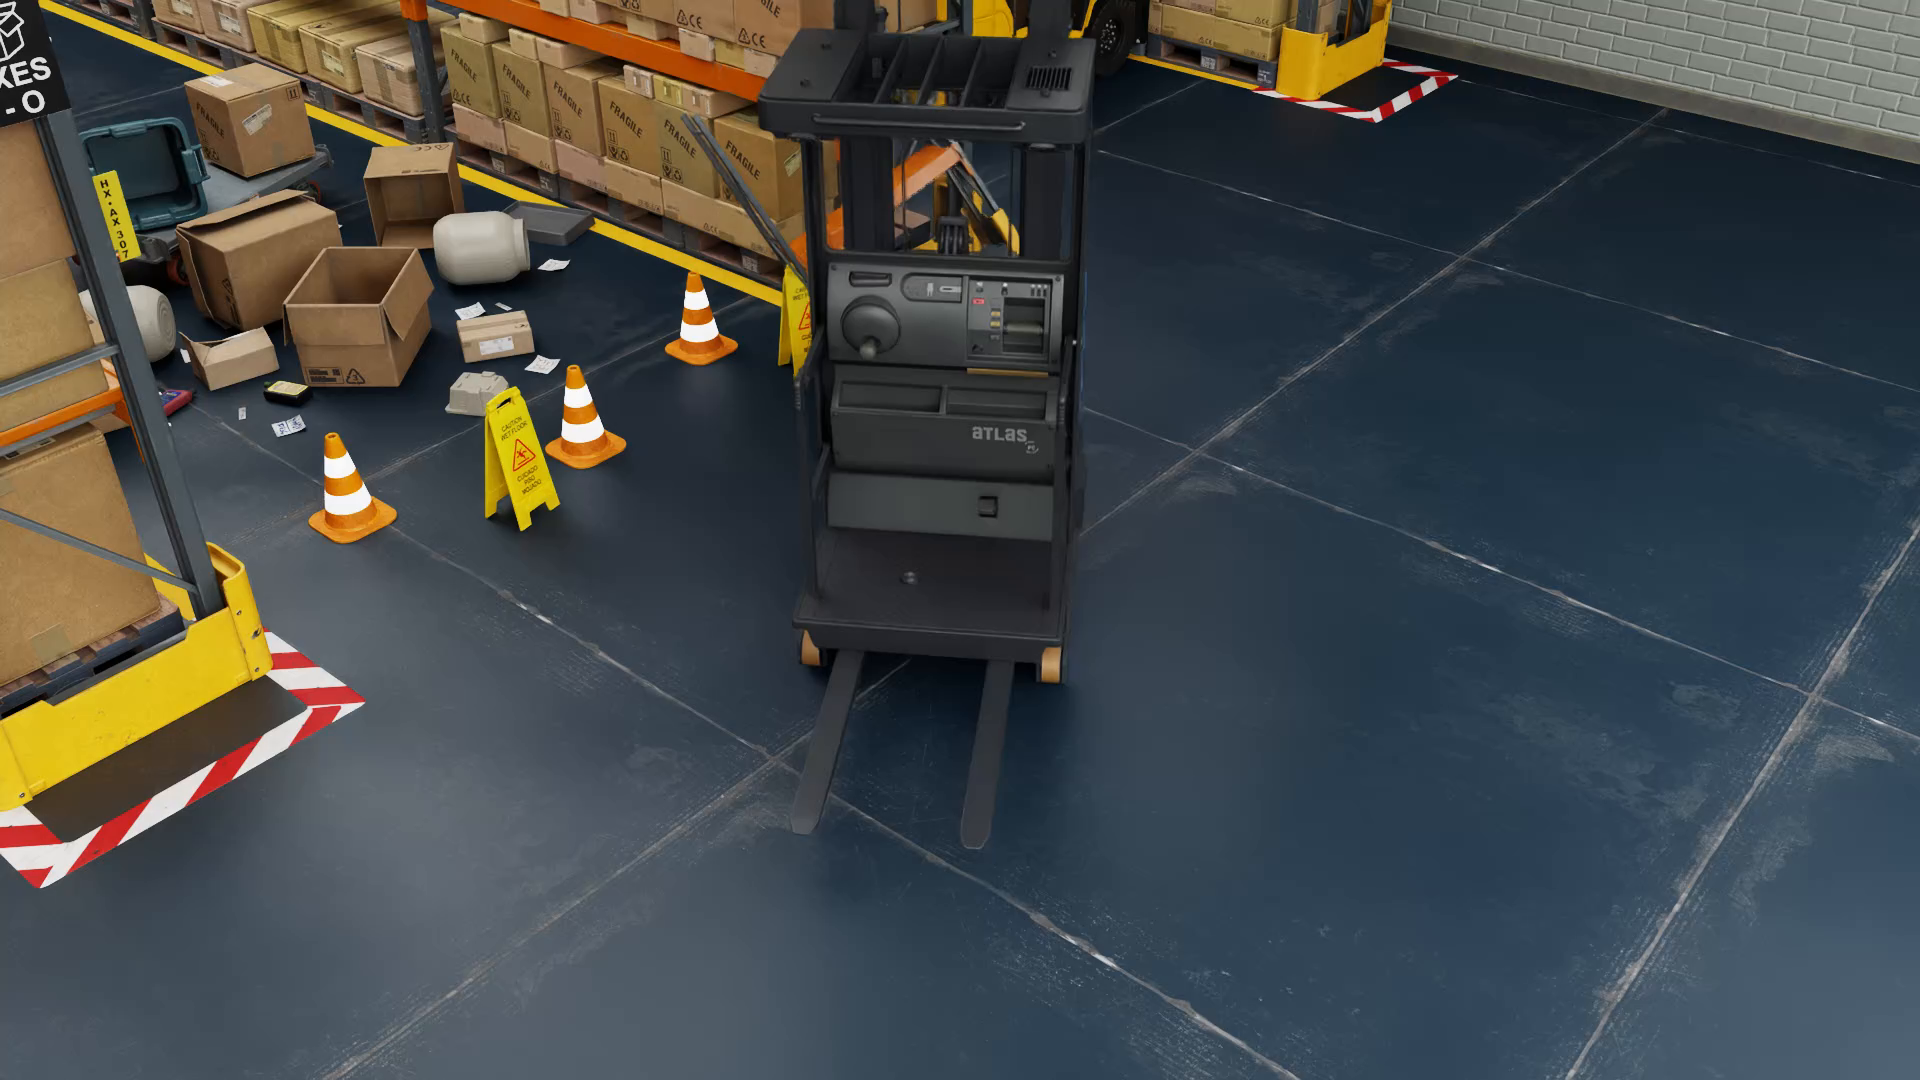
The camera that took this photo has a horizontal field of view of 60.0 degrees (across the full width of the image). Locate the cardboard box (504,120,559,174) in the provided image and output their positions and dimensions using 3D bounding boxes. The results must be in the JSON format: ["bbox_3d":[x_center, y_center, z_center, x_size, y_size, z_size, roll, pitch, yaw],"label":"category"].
[{"bbox_3d":[-2.666,-2.682,11.064,0.500,0.250,0.500,28,43,34],"label":"cardboard box"}]

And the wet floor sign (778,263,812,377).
[{"bbox_3d":[-0.829,-1.209,8.940,0.267,0.644,0.232,-18,38,-25],"label":"wet floor sign"}]

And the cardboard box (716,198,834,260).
[{"bbox_3d":[-1.102,-1.938,9.980,0.500,0.250,0.500,25,42,32],"label":"cardboard box"}]

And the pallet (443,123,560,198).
[{"bbox_3d":[-2.826,-2.785,11.619,1.213,0.211,1.003,25,42,32],"label":"pallet"}]

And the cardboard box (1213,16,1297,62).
[{"bbox_3d":[2.319,-3.947,12.905,0.500,0.250,0.500,26,42,32],"label":"cardboard box"}]

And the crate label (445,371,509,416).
[{"bbox_3d":[-2.539,-0.780,8.765,0.298,0.136,0.250,6,35,8],"label":"crate label"}]

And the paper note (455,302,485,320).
[{"bbox_3d":[-2.847,-1.334,9.676,0.148,0.019,0.142,-18,38,-25],"label":"paper note"}]

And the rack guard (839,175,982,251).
[{"bbox_3d":[-0.349,-1.711,9.799,0.348,0.500,1.175,25,42,32],"label":"rack guard"}]

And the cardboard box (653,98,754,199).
[{"bbox_3d":[-1.476,-2.427,10.029,0.500,0.500,0.500,27,43,33],"label":"cardboard box"}]

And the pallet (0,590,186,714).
[{"bbox_3d":[-4.044,0.371,7.024,1.213,0.211,1.003,25,42,32],"label":"pallet"}]

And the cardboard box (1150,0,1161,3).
[{"bbox_3d":[1.520,-4.525,13.305,0.500,0.250,0.500,24,41,31],"label":"cardboard box"}]

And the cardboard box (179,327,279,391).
[{"bbox_3d":[-3.954,-1.024,9.006,0.396,0.266,0.258,-26,42,-32],"label":"cardboard box"}]

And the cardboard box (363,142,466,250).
[{"bbox_3d":[-3.412,-2.153,10.441,0.500,0.500,0.500,-6,35,-8],"label":"cardboard box"}]

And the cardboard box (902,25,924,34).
[{"bbox_3d":[-0.419,-2.823,9.433,0.250,0.149,0.380,25,42,32],"label":"cardboard box"}]

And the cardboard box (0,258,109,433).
[{"bbox_3d":[-3.694,-0.700,5.987,0.550,0.550,0.875,25,42,32],"label":"cardboard box"}]

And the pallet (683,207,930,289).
[{"bbox_3d":[-0.950,-1.901,10.332,1.213,0.211,1.003,25,42,32],"label":"pallet"}]

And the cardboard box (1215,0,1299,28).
[{"bbox_3d":[2.309,-4.161,12.775,0.500,0.250,0.500,25,41,31],"label":"cardboard box"}]

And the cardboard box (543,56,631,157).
[{"bbox_3d":[-2.267,-2.803,10.577,0.500,0.500,0.500,28,43,34],"label":"cardboard box"}]

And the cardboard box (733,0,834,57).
[{"bbox_3d":[-0.884,-2.954,9.051,0.500,0.500,0.500,24,41,31],"label":"cardboard box"}]

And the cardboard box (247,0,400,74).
[{"bbox_3d":[-4.859,-3.951,12.804,0.625,0.372,0.950,27,43,33],"label":"cardboard box"}]

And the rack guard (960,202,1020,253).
[{"bbox_3d":[0.176,-1.663,8.869,0.087,0.250,0.587,-37,21,-5],"label":"rack guard"}]

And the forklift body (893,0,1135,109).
[{"bbox_3d":[0.258,-4.418,12.283,1.214,2.155,2.313,25,42,32],"label":"forklift body"}]

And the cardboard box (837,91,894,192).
[{"bbox_3d":[-0.752,-2.483,10.112,0.500,0.500,0.500,24,41,30],"label":"cardboard box"}]

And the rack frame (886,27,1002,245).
[{"bbox_3d":[-0.143,-2.152,8.646,0.032,1.500,0.500,-37,21,-5],"label":"rack frame"}]

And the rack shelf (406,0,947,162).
[{"bbox_3d":[-1.827,-3.141,10.310,4.000,0.370,1.077,25,42,32],"label":"rack shelf"}]

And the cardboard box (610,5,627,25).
[{"bbox_3d":[-1.877,-3.215,10.003,0.250,0.149,0.380,25,42,32],"label":"cardboard box"}]

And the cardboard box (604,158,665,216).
[{"bbox_3d":[-1.882,-2.307,10.518,0.500,0.250,0.500,24,41,30],"label":"cardboard box"}]

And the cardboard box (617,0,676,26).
[{"bbox_3d":[-1.648,-3.320,9.584,0.500,0.500,0.500,25,42,32],"label":"cardboard box"}]

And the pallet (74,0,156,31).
[{"bbox_3d":[-6.996,-4.780,14.524,1.213,0.211,1.003,25,42,32],"label":"pallet"}]

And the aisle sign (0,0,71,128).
[{"bbox_3d":[-3.133,-1.700,5.279,0.004,0.787,0.394,25,42,32],"label":"aisle sign"}]

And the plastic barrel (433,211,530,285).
[{"bbox_3d":[-2.846,-1.741,9.911,0.512,0.421,0.421,-6,35,-8],"label":"plastic barrel"}]

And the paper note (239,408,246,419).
[{"bbox_3d":[-3.758,-0.663,8.706,0.032,0.001,0.123,-12,36,-17],"label":"paper note"}]

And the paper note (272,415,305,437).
[{"bbox_3d":[-3.467,-0.590,8.584,0.144,0.017,0.142,-18,38,-25],"label":"paper note"}]

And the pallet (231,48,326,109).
[{"bbox_3d":[-4.906,-3.736,13.004,1.213,0.211,1.003,25,42,32],"label":"pallet"}]

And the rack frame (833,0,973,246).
[{"bbox_3d":[-0.290,-2.714,9.052,0.127,3.000,1.000,25,42,32],"label":"rack frame"}]

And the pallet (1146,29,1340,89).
[{"bbox_3d":[2.268,-3.984,13.364,1.213,0.211,1.003,25,42,32],"label":"pallet"}]

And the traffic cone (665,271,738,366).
[{"bbox_3d":[-1.446,-1.262,9.179,0.334,0.463,0.336,25,42,32],"label":"traffic cone"}]

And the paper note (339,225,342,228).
[{"bbox_3d":[-4.049,-2.004,10.642,0.142,0.019,0.148,25,42,32],"label":"paper note"}]

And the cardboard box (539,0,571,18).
[{"bbox_3d":[-2.350,-3.338,10.183,0.250,0.149,0.380,25,42,32],"label":"cardboard box"}]

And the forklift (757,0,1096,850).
[{"bbox_3d":[-0.082,-0.821,6.356,1.130,2.935,3.031,4,35,5],"label":"forklift"}]

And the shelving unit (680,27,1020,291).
[{"bbox_3d":[-0.555,-1.843,8.602,1.083,1.500,0.587,-37,21,-5],"label":"shelving unit"}]

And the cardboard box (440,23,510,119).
[{"bbox_3d":[-3.084,-3.180,11.126,0.500,0.500,0.500,27,43,34],"label":"cardboard box"}]

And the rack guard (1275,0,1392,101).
[{"bbox_3d":[2.901,-3.835,12.893,0.348,0.500,1.175,25,42,32],"label":"rack guard"}]

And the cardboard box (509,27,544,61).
[{"bbox_3d":[-2.630,-3.191,10.569,0.250,0.149,0.380,27,43,33],"label":"cardboard box"}]

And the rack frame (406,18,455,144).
[{"bbox_3d":[-3.364,-4.162,11.161,0.127,3.000,1.000,25,42,32],"label":"rack frame"}]

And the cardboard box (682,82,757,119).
[{"bbox_3d":[-1.398,-2.610,9.724,0.250,0.149,0.380,27,43,33],"label":"cardboard box"}]

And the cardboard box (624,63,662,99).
[{"bbox_3d":[-1.791,-2.799,9.998,0.250,0.149,0.380,27,43,34],"label":"cardboard box"}]

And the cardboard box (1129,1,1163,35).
[{"bbox_3d":[1.565,-4.316,13.443,0.500,0.250,0.500,26,42,32],"label":"cardboard box"}]

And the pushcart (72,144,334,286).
[{"bbox_3d":[-4.785,-2.071,10.433,0.936,0.377,1.648,12,36,16],"label":"pushcart"}]

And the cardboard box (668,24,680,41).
[{"bbox_3d":[-1.488,-3.032,9.737,0.250,0.149,0.380,26,42,32],"label":"cardboard box"}]

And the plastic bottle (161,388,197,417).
[{"bbox_3d":[-4.160,-0.728,8.756,0.133,0.061,0.283,12,36,16],"label":"plastic bottle"}]

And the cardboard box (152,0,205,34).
[{"bbox_3d":[-6.011,-4.492,13.592,0.625,0.372,0.950,22,40,29],"label":"cardboard box"}]

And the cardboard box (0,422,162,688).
[{"bbox_3d":[-3.943,-0.038,6.661,0.875,0.875,0.875,26,42,32],"label":"cardboard box"}]

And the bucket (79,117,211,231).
[{"bbox_3d":[-4.874,-2.203,9.857,0.726,0.611,0.620,-18,28,-25],"label":"bucket"}]

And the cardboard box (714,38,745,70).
[{"bbox_3d":[-1.164,-2.798,9.397,0.250,0.149,0.380,24,41,31],"label":"cardboard box"}]

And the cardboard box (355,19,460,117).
[{"bbox_3d":[-3.769,-3.441,12.061,0.625,0.372,0.950,26,42,32],"label":"cardboard box"}]

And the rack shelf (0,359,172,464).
[{"bbox_3d":[-4.917,-0.951,7.121,4.000,0.370,1.077,25,42,32],"label":"rack shelf"}]

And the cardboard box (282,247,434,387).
[{"bbox_3d":[-3.260,-1.219,9.081,0.637,0.503,0.797,0,34,0],"label":"cardboard box"}]
